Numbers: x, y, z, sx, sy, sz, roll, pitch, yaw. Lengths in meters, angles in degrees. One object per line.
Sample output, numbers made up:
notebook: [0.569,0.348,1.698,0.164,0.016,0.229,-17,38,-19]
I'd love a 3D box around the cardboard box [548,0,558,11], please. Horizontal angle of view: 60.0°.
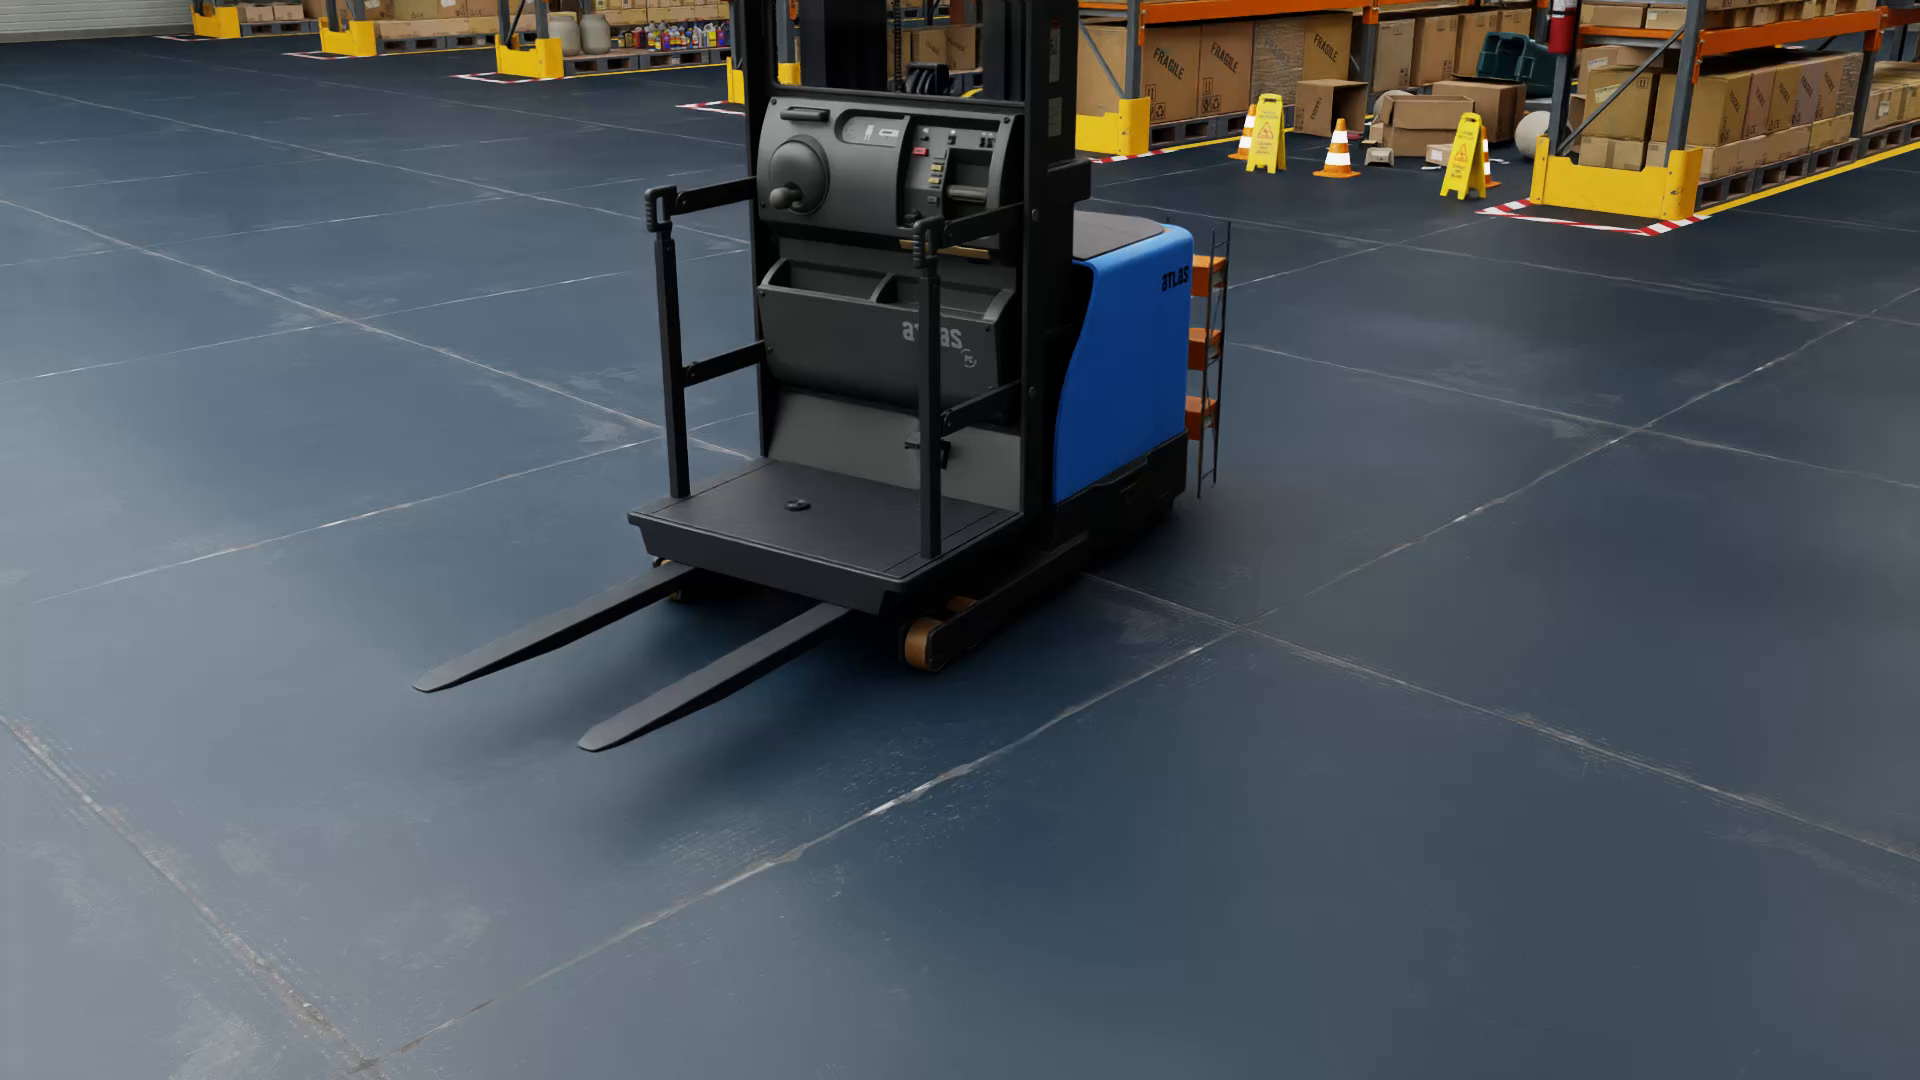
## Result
cardboard box: [-7.083,-9.102,27.777,0.500,0.500,0.500,19,28,41]

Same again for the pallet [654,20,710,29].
pallet: [-5.198,-9.093,29.438,1.003,0.211,1.213,19,28,41]

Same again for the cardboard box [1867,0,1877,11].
cardboard box: [7.655,-4.644,14.325,0.380,0.149,0.250,19,28,40]

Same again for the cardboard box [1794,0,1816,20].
cardboard box: [6.595,-4.248,13.296,0.380,0.149,0.250,20,28,41]

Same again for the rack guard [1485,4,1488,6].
rack guard: [8.948,-9.324,29.637,1.175,0.500,0.348,19,28,41]

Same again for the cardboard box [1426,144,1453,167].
cardboard box: [4.336,-3.403,14.721,0.250,0.149,0.380,-6,22,-15]

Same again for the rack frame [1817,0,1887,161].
rack frame: [7.660,-4.920,14.694,1.000,3.000,0.127,19,28,41]

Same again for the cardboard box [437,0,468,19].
cardboard box: [-8.105,-8.458,26.100,0.500,0.500,0.500,19,28,41]

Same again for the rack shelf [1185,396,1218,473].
rack shelf: [0.867,-0.433,6.543,0.240,0.259,0.215,11,23,25]

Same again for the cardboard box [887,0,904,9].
cardboard box: [-1.444,-10.652,32.478,0.500,0.500,0.500,19,28,41]

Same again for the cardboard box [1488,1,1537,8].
cardboard box: [7.123,-6.782,21.391,0.500,0.250,0.500,18,28,39]

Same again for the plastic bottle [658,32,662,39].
plastic bottle: [-4.290,-7.211,23.941,0.097,0.201,0.097,0,21,0]

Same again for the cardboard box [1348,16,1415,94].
cardboard box: [4.412,-5.461,18.651,1.050,0.750,0.750,19,28,40]

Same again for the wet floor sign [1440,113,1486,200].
wet floor sign: [3.971,-3.012,13.011,0.232,0.644,0.267,-10,23,-24]

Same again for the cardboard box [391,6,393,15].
cardboard box: [-10.782,-9.881,30.472,0.500,0.500,0.500,17,27,37]

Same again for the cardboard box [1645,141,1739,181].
cardboard box: [5.631,-2.942,12.796,0.500,0.250,0.500,19,28,40]

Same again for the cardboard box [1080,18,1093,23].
cardboard box: [1.350,-6.709,22.220,0.700,0.500,0.500,19,28,40]

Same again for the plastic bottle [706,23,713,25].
plastic bottle: [-3.731,-7.512,24.620,0.135,0.276,0.152,-19,28,-40]

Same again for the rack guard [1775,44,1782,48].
rack guard: [12.361,-8.031,26.272,1.175,0.500,0.348,19,28,41]

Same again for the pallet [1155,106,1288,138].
pallet: [2.606,-4.340,17.072,1.003,0.211,1.213,19,28,41]

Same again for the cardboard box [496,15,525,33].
cardboard box: [-7.396,-8.361,26.893,0.500,0.250,0.500,19,28,41]

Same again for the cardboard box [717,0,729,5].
cardboard box: [-4.292,-9.751,29.730,0.500,0.311,0.500,19,28,40]

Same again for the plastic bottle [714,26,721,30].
plastic bottle: [-3.489,-7.317,24.115,0.152,0.276,0.135,19,28,41]

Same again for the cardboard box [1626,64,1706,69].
cardboard box: [5.604,-3.560,13.359,0.500,0.500,0.500,-19,28,-40]

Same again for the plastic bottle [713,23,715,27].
plastic bottle: [-3.654,-7.489,24.550,0.061,0.283,0.133,19,28,41]

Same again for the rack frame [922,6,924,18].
rack frame: [-0.954,-11.937,32.950,1.000,3.000,0.127,19,28,41]

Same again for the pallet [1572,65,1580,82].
pallet: [7.380,-6.060,21.546,1.003,0.211,1.213,19,28,41]

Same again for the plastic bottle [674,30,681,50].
plastic bottle: [-3.982,-7.045,23.413,0.097,0.271,0.097,0,21,0]

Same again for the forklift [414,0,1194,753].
forklift: [-0.358,-1.160,5.007,1.130,2.935,3.031,13,25,31]

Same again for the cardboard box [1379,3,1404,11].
cardboard box: [6.659,-8.810,27.192,0.875,0.875,0.875,19,28,41]

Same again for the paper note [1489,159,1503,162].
paper note: [4.803,-3.422,14.952,0.142,0.019,0.148,-10,23,-24]

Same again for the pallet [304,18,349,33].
pallet: [-11.381,-9.321,30.031,1.003,0.211,1.213,19,28,41]

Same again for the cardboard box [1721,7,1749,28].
cardboard box: [5.664,-3.926,12.459,0.380,0.149,0.250,18,27,39]

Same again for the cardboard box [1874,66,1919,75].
cardboard box: [9.540,-4.583,16.895,0.950,0.372,0.625,19,28,40]

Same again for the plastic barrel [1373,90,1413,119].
plastic barrel: [4.351,-4.255,16.554,0.421,0.421,0.512,-2,21,-5]

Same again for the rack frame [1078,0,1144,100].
rack frame: [1.253,-5.105,15.174,1.000,3.000,0.127,19,28,41]

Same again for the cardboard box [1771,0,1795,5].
cardboard box: [6.113,-4.395,12.773,0.500,0.500,0.500,19,28,40]

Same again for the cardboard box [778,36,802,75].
cardboard box: [-1.783,-5.557,19.251,0.500,0.500,0.500,-14,25,-32]

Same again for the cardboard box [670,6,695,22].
cardboard box: [-5.004,-9.230,29.155,0.500,0.250,0.500,-20,28,-41]

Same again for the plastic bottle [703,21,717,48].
plastic bottle: [-3.591,-7.239,23.805,0.144,0.351,0.185,19,28,40]

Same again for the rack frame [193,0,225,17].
rack frame: [-12.877,-10.091,28.148,1.000,3.000,0.127,19,28,41]

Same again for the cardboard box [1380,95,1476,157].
cardboard box: [4.281,-3.812,15.290,0.797,0.503,0.637,2,21,4]

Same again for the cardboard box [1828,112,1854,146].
cardboard box: [7.440,-3.613,14.541,0.500,0.250,0.500,-19,28,-40]

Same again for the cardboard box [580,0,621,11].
cardboard box: [-6.068,-9.099,28.031,0.500,0.311,0.500,19,28,41]

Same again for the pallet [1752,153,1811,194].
pallet: [6.366,-3.122,13.902,1.003,0.211,1.213,19,28,41]

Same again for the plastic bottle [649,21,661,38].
plastic bottle: [-4.407,-7.299,23.964,0.185,0.351,0.144,-19,28,-40]

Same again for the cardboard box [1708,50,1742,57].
cardboard box: [6.382,-4.181,14.071,0.250,0.149,0.380,-18,28,-39]

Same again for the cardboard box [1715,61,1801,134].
cardboard box: [6.364,-3.561,13.360,0.500,0.500,0.500,-20,28,-41]

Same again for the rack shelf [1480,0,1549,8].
rack shelf: [8.229,-7.339,21.991,1.077,0.370,4.000,19,28,41]

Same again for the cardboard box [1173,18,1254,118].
cardboard box: [2.291,-4.726,16.566,0.875,0.875,0.875,19,28,40]

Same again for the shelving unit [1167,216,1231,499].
shelving unit: [0.867,-0.703,6.439,0.252,1.050,0.215,11,23,25]

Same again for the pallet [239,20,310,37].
pallet: [-12.232,-9.009,29.219,1.003,0.211,1.213,19,28,41]
